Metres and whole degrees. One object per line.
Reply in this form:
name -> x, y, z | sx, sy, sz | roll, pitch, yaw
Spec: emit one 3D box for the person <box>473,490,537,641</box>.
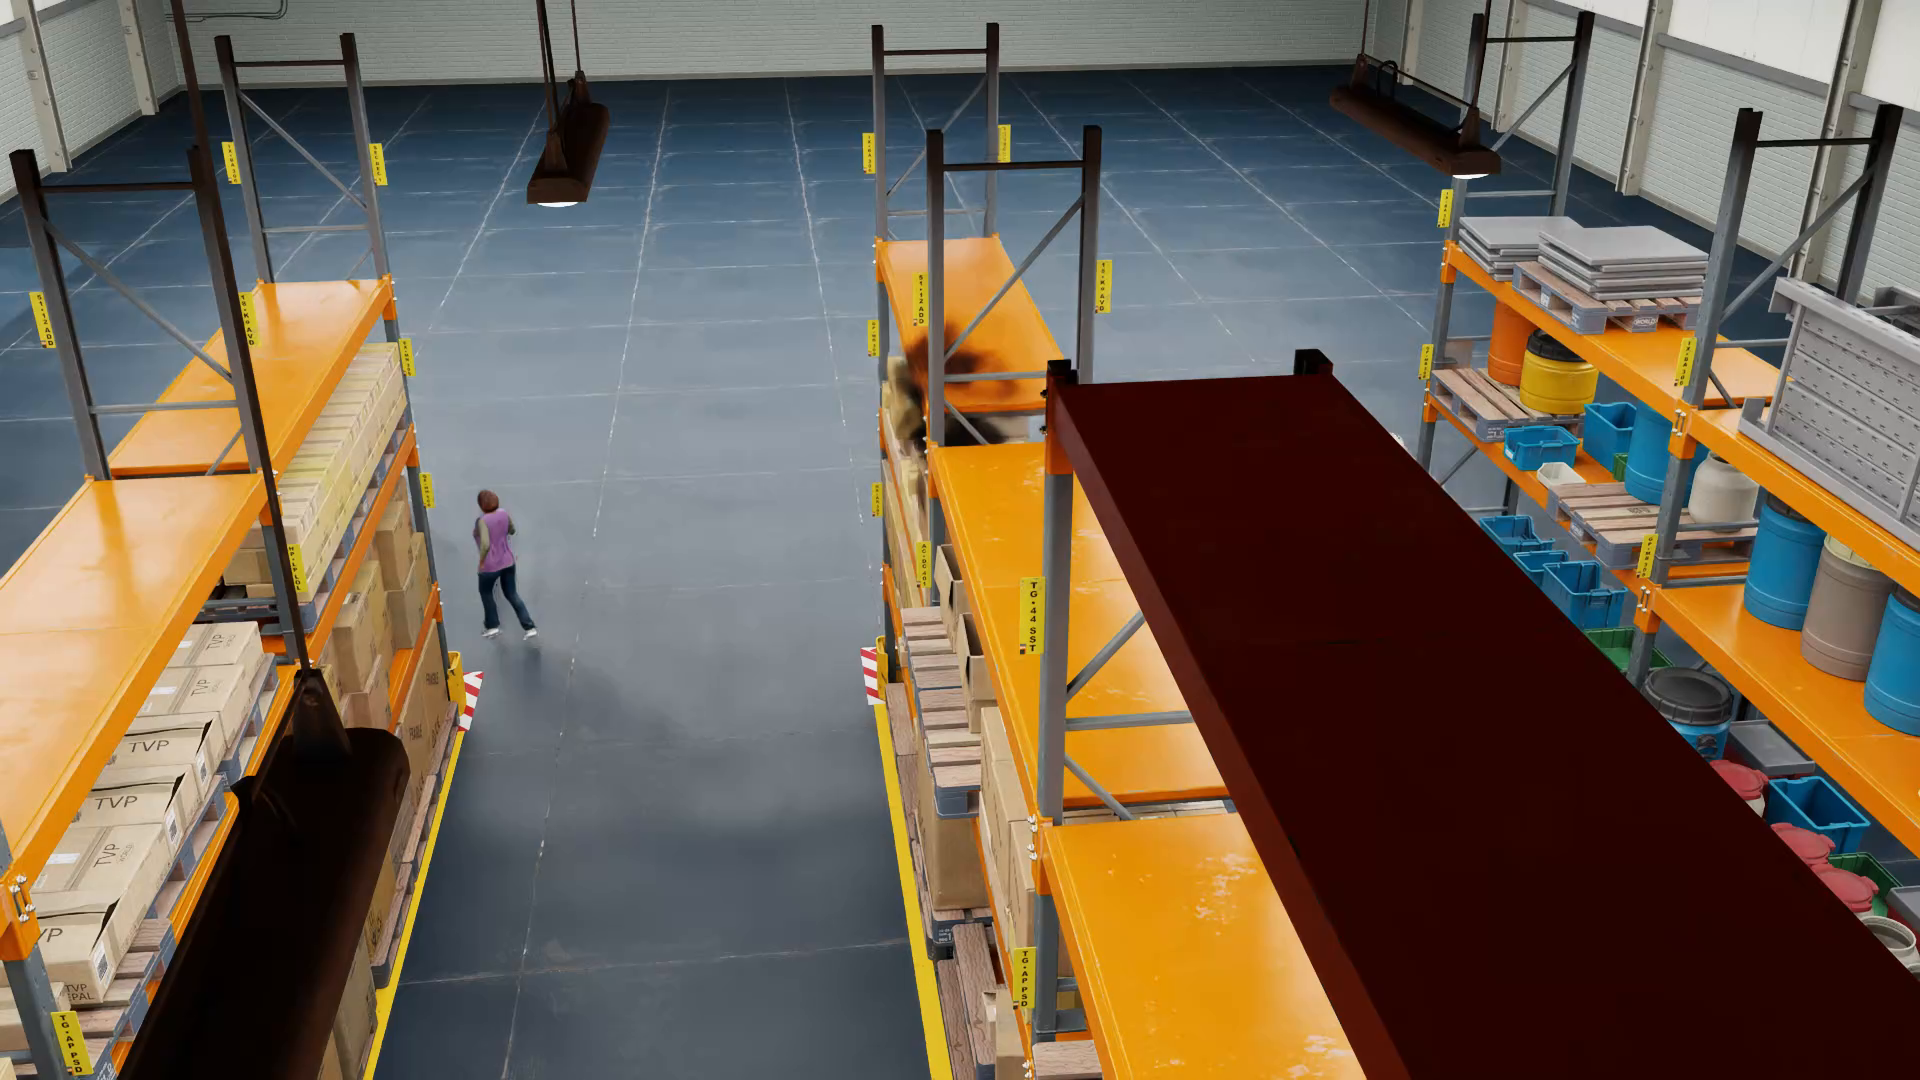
person -> -4.439, 0.279, 16.046 | 0.759, 1.631, 0.575 | 18, 31, 33
